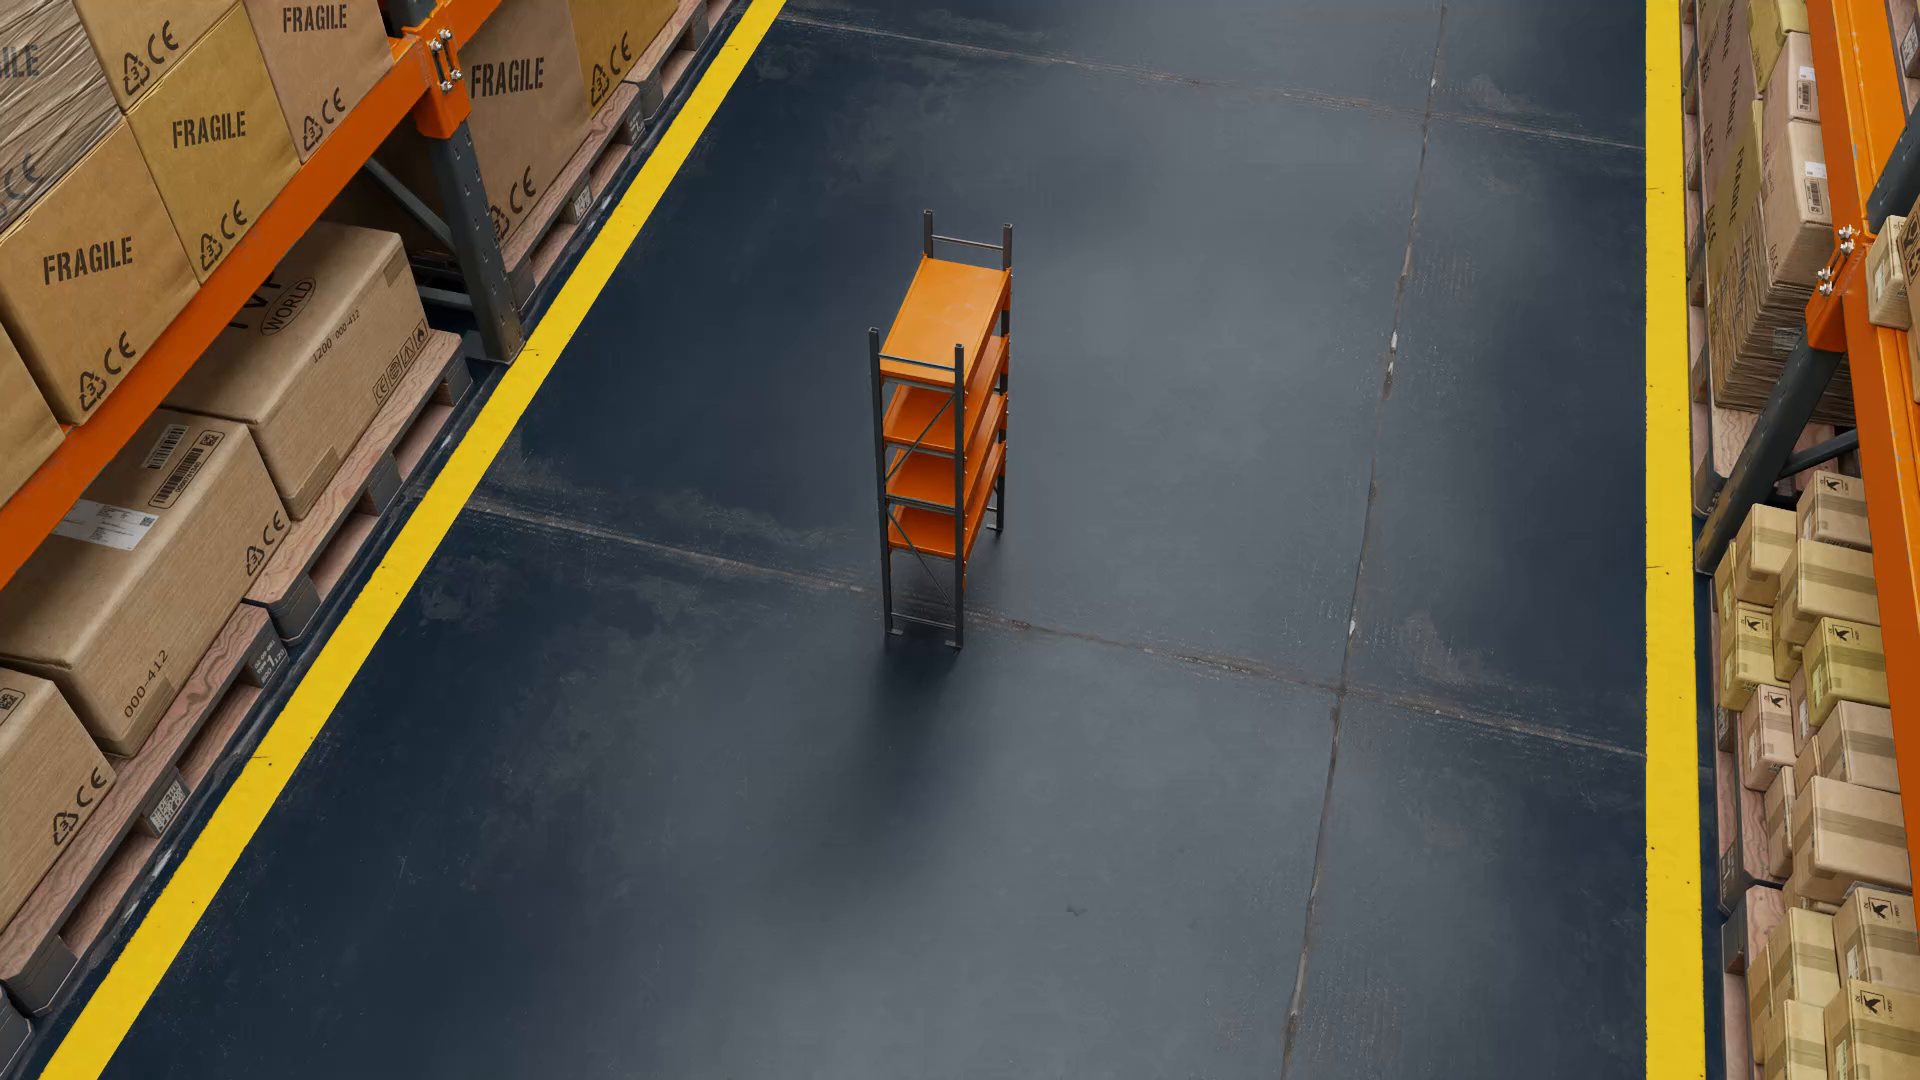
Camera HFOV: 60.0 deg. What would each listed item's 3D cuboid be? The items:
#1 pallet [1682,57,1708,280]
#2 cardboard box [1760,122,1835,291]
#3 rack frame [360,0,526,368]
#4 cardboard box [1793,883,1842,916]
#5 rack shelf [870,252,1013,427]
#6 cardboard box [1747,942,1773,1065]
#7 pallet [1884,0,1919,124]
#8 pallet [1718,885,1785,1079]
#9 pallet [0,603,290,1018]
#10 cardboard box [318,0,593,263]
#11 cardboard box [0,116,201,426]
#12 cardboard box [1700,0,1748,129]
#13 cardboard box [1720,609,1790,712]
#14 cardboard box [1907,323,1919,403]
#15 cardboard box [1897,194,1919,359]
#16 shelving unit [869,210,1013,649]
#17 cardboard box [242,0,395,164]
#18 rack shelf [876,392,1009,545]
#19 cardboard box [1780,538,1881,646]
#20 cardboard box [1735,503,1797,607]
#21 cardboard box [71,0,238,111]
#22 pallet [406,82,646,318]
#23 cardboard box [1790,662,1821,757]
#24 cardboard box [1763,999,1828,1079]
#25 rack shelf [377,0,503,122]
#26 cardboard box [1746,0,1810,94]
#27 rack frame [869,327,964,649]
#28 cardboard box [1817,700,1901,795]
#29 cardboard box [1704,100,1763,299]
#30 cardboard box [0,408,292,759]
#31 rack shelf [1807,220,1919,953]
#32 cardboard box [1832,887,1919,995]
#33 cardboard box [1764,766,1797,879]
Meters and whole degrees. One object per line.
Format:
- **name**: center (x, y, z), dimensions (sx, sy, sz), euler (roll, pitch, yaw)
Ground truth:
- **pallet**: center (3.298, -1.358, 6.308), dimensions (1.003, 0.211, 1.213), euler (12, 50, 10)
- **cardboard box**: center (2.728, -0.980, 5.002), dimensions (0.500, 0.250, 0.500), euler (10, 49, 9)
- **rack frame**: center (-2.026, -1.736, 4.781), dimensions (1.000, 3.000, 0.127), euler (12, 50, 10)
- **cardboard box**: center (2.193, 0.846, 3.925), dimensions (0.380, 0.149, 0.250), euler (14, 50, 12)
- **rack shelf**: center (-0.044, -0.537, 4.400), dimensions (0.258, 0.148, 0.480), euler (12, 50, 10)
- **cardboard box**: center (2.068, 1.119, 3.883), dimensions (0.380, 0.149, 0.250), euler (10, 49, 9)
- **pallet**: center (3.117, -1.292, 4.518), dimensions (1.003, 0.211, 1.213), euler (12, 50, 10)
- **pallet**: center (2.314, 1.469, 3.813), dimensions (1.003, 0.211, 1.213), euler (12, 50, 10)
- **pallet**: center (-2.621, 0.607, 4.574), dimensions (1.003, 0.211, 1.213), euler (12, 50, 10)
- **cardboard box**: center (-1.940, -1.636, 5.830), dimensions (0.875, 0.875, 0.875), euler (13, 50, 11)
- **cardboard box**: center (-2.150, -0.643, 3.750), dimensions (0.500, 0.500, 0.500), euler (11, 49, 9)
- **cardboard box**: center (3.137, -1.839, 6.260), dimensions (0.500, 0.500, 0.500), euler (10, 49, 9)
- **cardboard box**: center (2.300, 0.365, 4.549), dimensions (0.380, 0.149, 0.250), euler (13, 50, 11)
- **cardboard box**: center (2.389, -0.407, 3.776), dimensions (0.380, 0.149, 0.250), euler (13, 50, 11)
- **cardboard box**: center (2.402, -0.655, 3.562), dimensions (0.500, 0.500, 0.500), euler (11, 49, 9)
- **shelving unit**: center (-0.044, -0.277, 4.694), dimensions (0.258, 1.200, 0.503), euler (12, 50, 10)
- **cardboard box**: center (-1.902, -1.383, 4.403), dimensions (0.500, 0.500, 0.500), euler (12, 50, 10)
- **rack shelf**: center (-0.044, -0.233, 4.745), dimensions (0.258, 0.148, 0.480), euler (12, 50, 10)
- **cardboard box**: center (2.356, 0.172, 4.323), dimensions (0.380, 0.149, 0.250), euler (14, 50, 12)
- **cardboard box**: center (2.372, 0.073, 4.608), dimensions (0.380, 0.149, 0.250), euler (14, 50, 12)
- **cardboard box**: center (-2.026, -1.338, 3.697), dimensions (0.500, 0.500, 0.500), euler (11, 49, 9)
- **pallet**: center (-1.896, -1.386, 6.332), dimensions (1.003, 0.211, 1.213), euler (12, 50, 10)
- **cardboard box**: center (2.362, 0.457, 4.269), dimensions (0.380, 0.149, 0.250), euler (11, 50, 10)
- **cardboard box**: center (1.977, 1.190, 3.622), dimensions (0.380, 0.149, 0.250), euler (12, 50, 10)
- **rack shelf**: center (-1.500, -2.944, 6.328), dimensions (1.077, 0.370, 4.000), euler (12, 50, 10)
- **cardboard box**: center (3.001, -1.735, 5.667), dimensions (0.500, 0.250, 0.500), euler (10, 49, 8)
- **rack frame**: center (-0.108, -0.101, 4.539), dimensions (0.240, 1.200, 0.015), euler (12, 50, 10)
- **cardboard box**: center (2.290, 0.557, 3.982), dimensions (0.380, 0.149, 0.250), euler (10, 49, 9)
- **cardboard box**: center (2.863, -1.100, 5.607), dimensions (0.500, 0.500, 0.500), euler (11, 49, 9)
- **cardboard box**: center (-2.530, 0.054, 4.631), dimensions (0.875, 0.438, 0.875), euler (10, 49, 9)
- **rack shelf**: center (2.249, 0.853, 2.976), dimensions (1.077, 0.370, 4.000), euler (12, 50, 10)
- **cardboard box**: center (2.152, 0.939, 3.645), dimensions (0.380, 0.149, 0.250), euler (10, 49, 8)
- **cardboard box**: center (2.266, 0.749, 4.210), dimensions (0.380, 0.149, 0.250), euler (11, 49, 9)
